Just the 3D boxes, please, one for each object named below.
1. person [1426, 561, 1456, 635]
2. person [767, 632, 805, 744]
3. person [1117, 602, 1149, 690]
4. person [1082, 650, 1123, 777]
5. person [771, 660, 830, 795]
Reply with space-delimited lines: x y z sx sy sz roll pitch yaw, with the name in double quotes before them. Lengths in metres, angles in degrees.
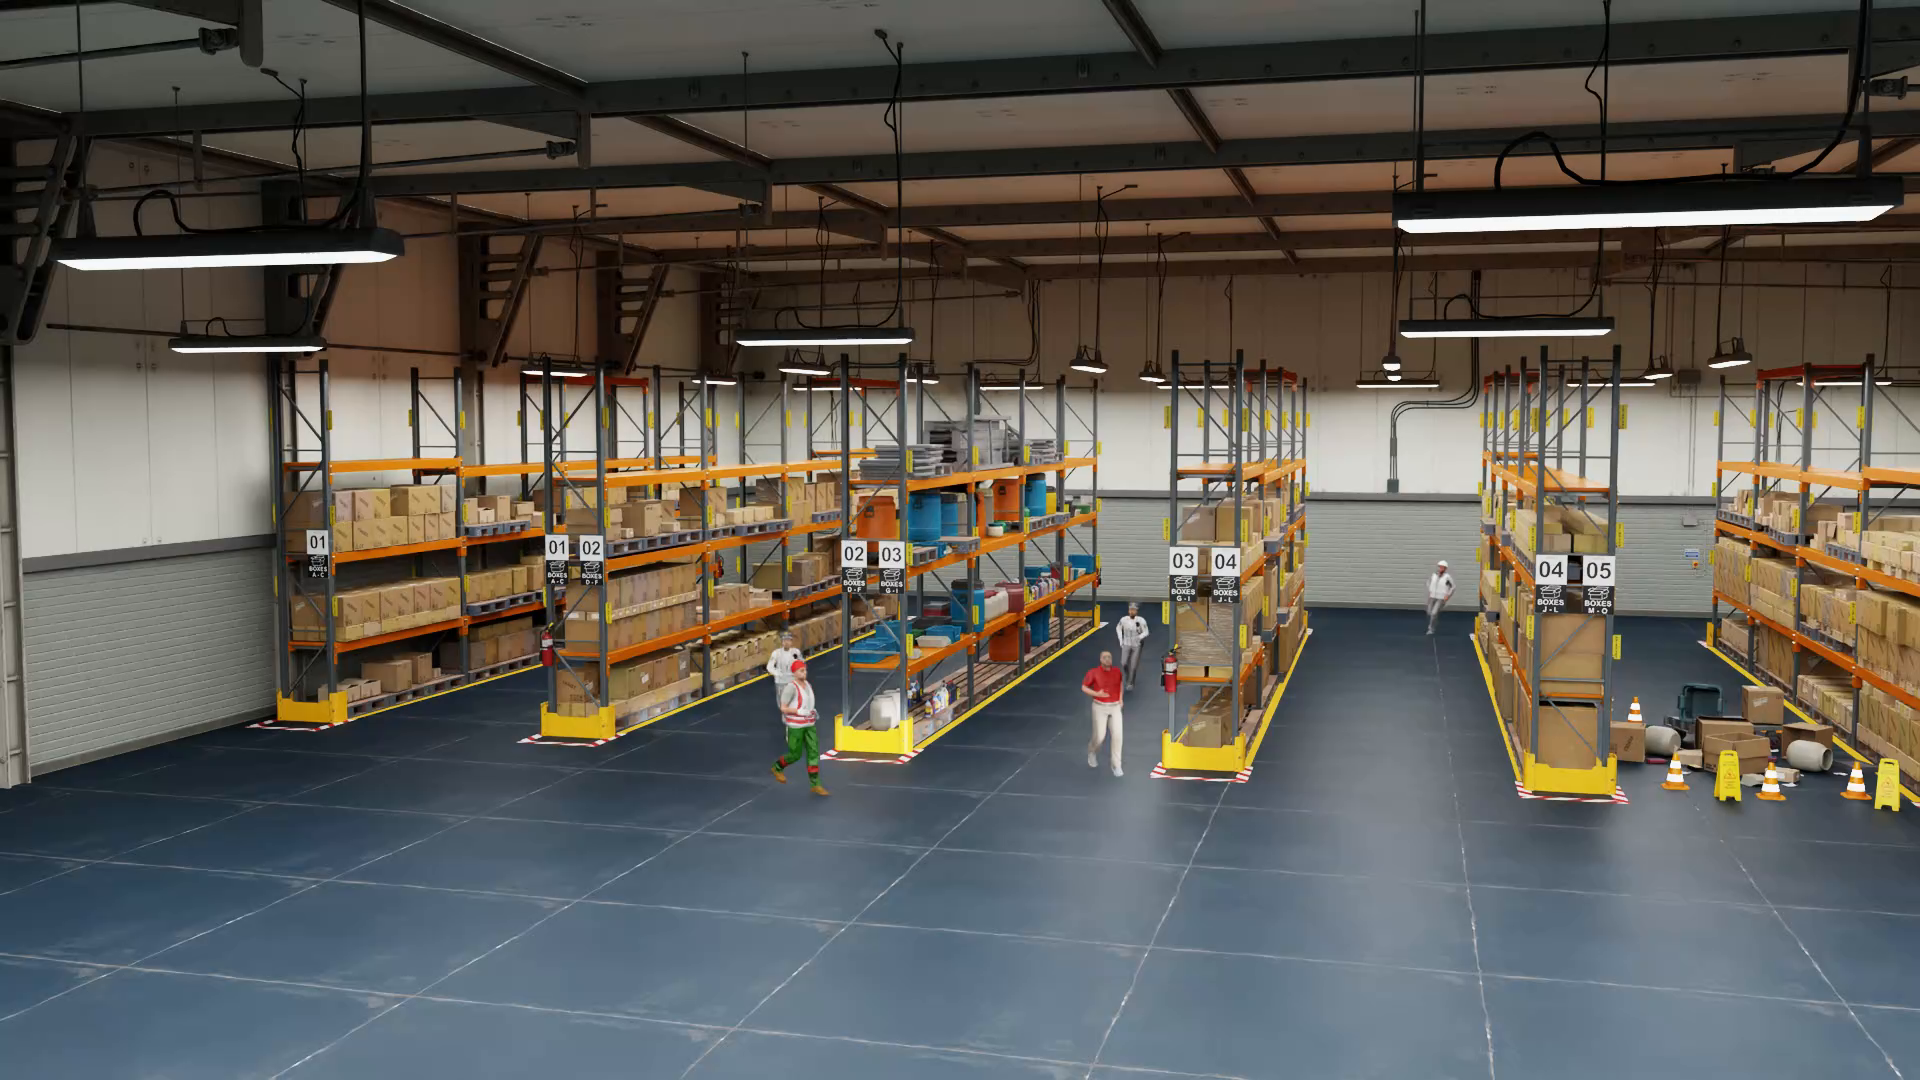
"person" 11.257 1.343 38.973 0.707 1.731 0.656 3 5 35
"person" -2.754 2.280 26.257 0.581 1.708 1.095 0 4 -1
"person" 3.174 1.962 30.703 0.614 1.651 0.597 1 4 12
"person" 2.058 2.451 23.672 0.665 1.774 0.826 -1 4 -14
"person" -2.139 2.493 22.254 0.979 1.780 0.656 3 5 38
